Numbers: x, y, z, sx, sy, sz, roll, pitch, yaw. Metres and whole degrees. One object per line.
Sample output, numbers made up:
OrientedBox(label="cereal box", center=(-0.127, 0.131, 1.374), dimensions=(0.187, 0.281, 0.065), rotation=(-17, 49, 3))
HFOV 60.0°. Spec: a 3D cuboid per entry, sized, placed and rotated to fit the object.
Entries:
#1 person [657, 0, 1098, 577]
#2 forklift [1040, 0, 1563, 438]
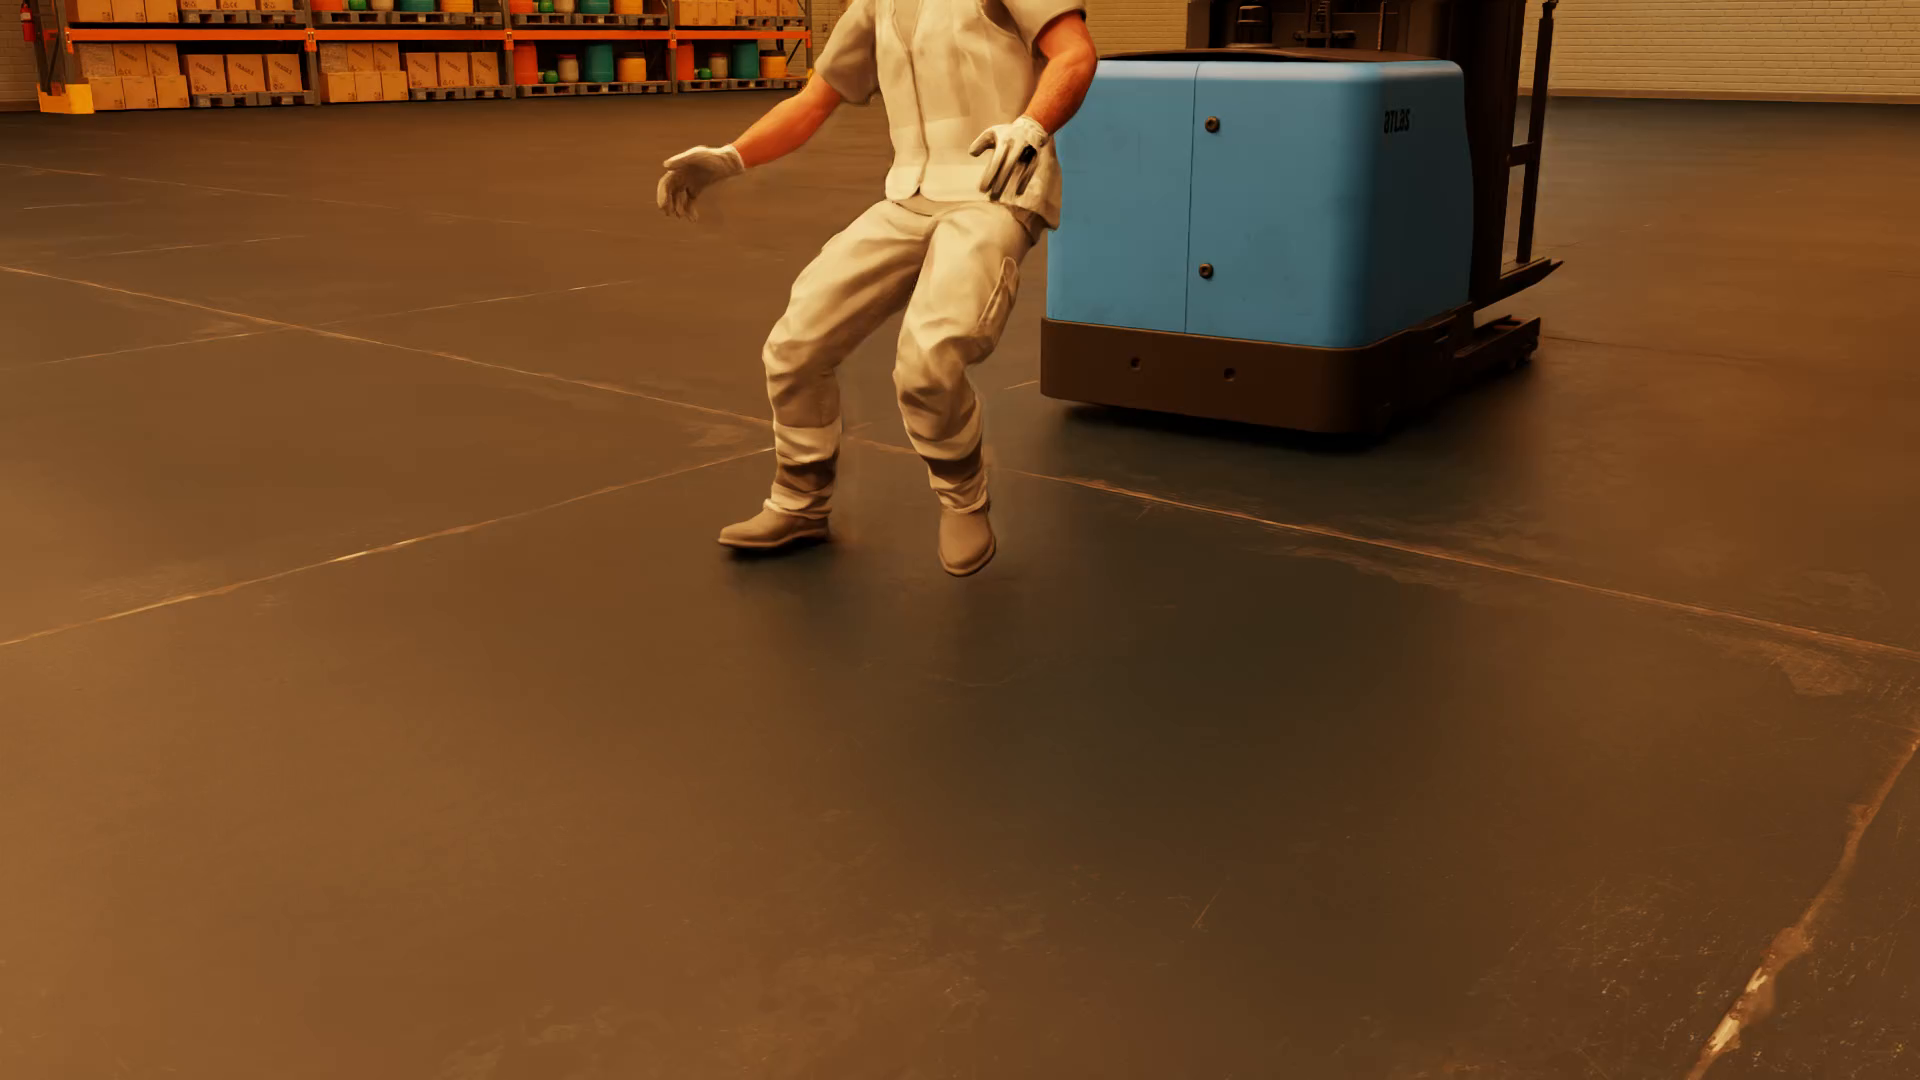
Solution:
OrientedBox(label="person", center=(-0.127, -0.703, 3.478), dimensions=(0.907, 1.624, 0.632), rotation=(16, 23, 42))
OrientedBox(label="forklift", center=(1.474, -2.072, 5.722), dimensions=(1.130, 2.935, 3.031), rotation=(11, 20, 31))
